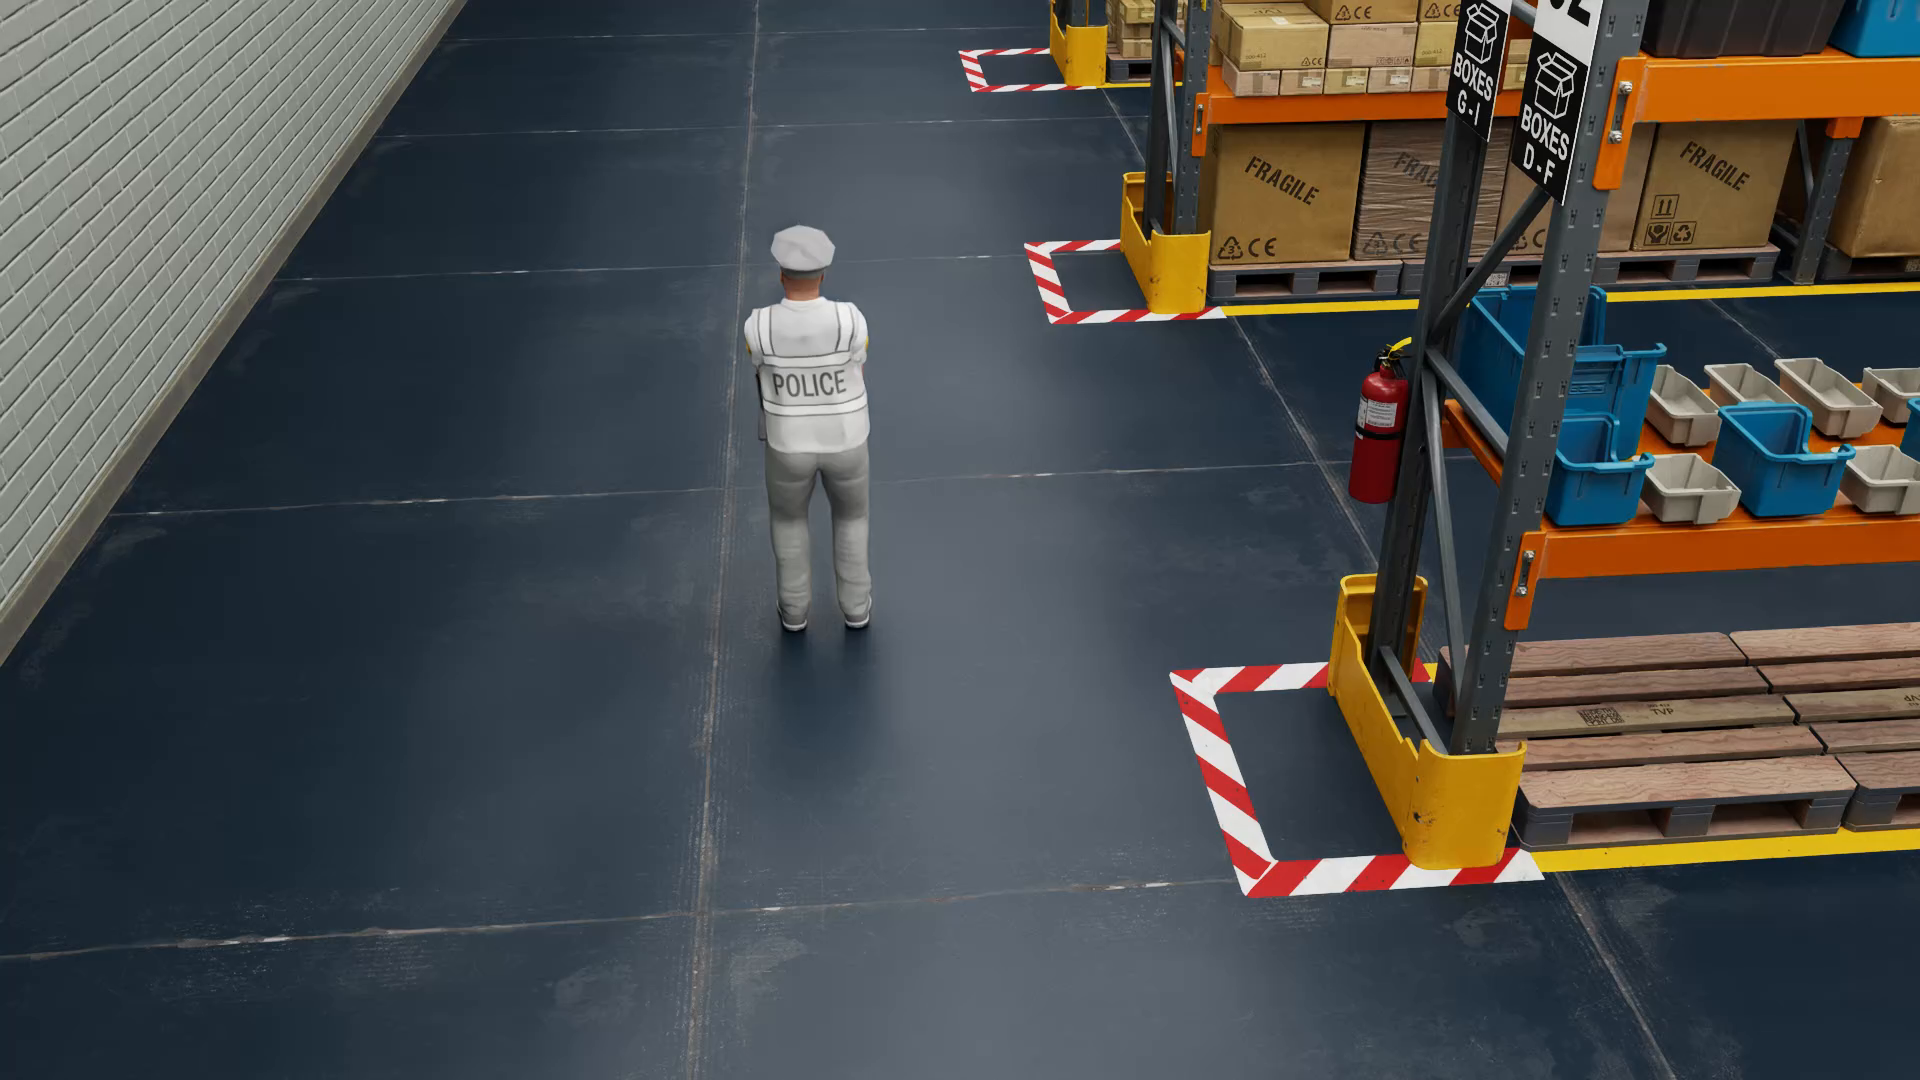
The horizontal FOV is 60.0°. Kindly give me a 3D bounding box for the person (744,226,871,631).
[{"bbox_3d":[-0.615,-0.460,6.885,0.490,1.768,0.562,-3,31,-5],"label":"person"}]
